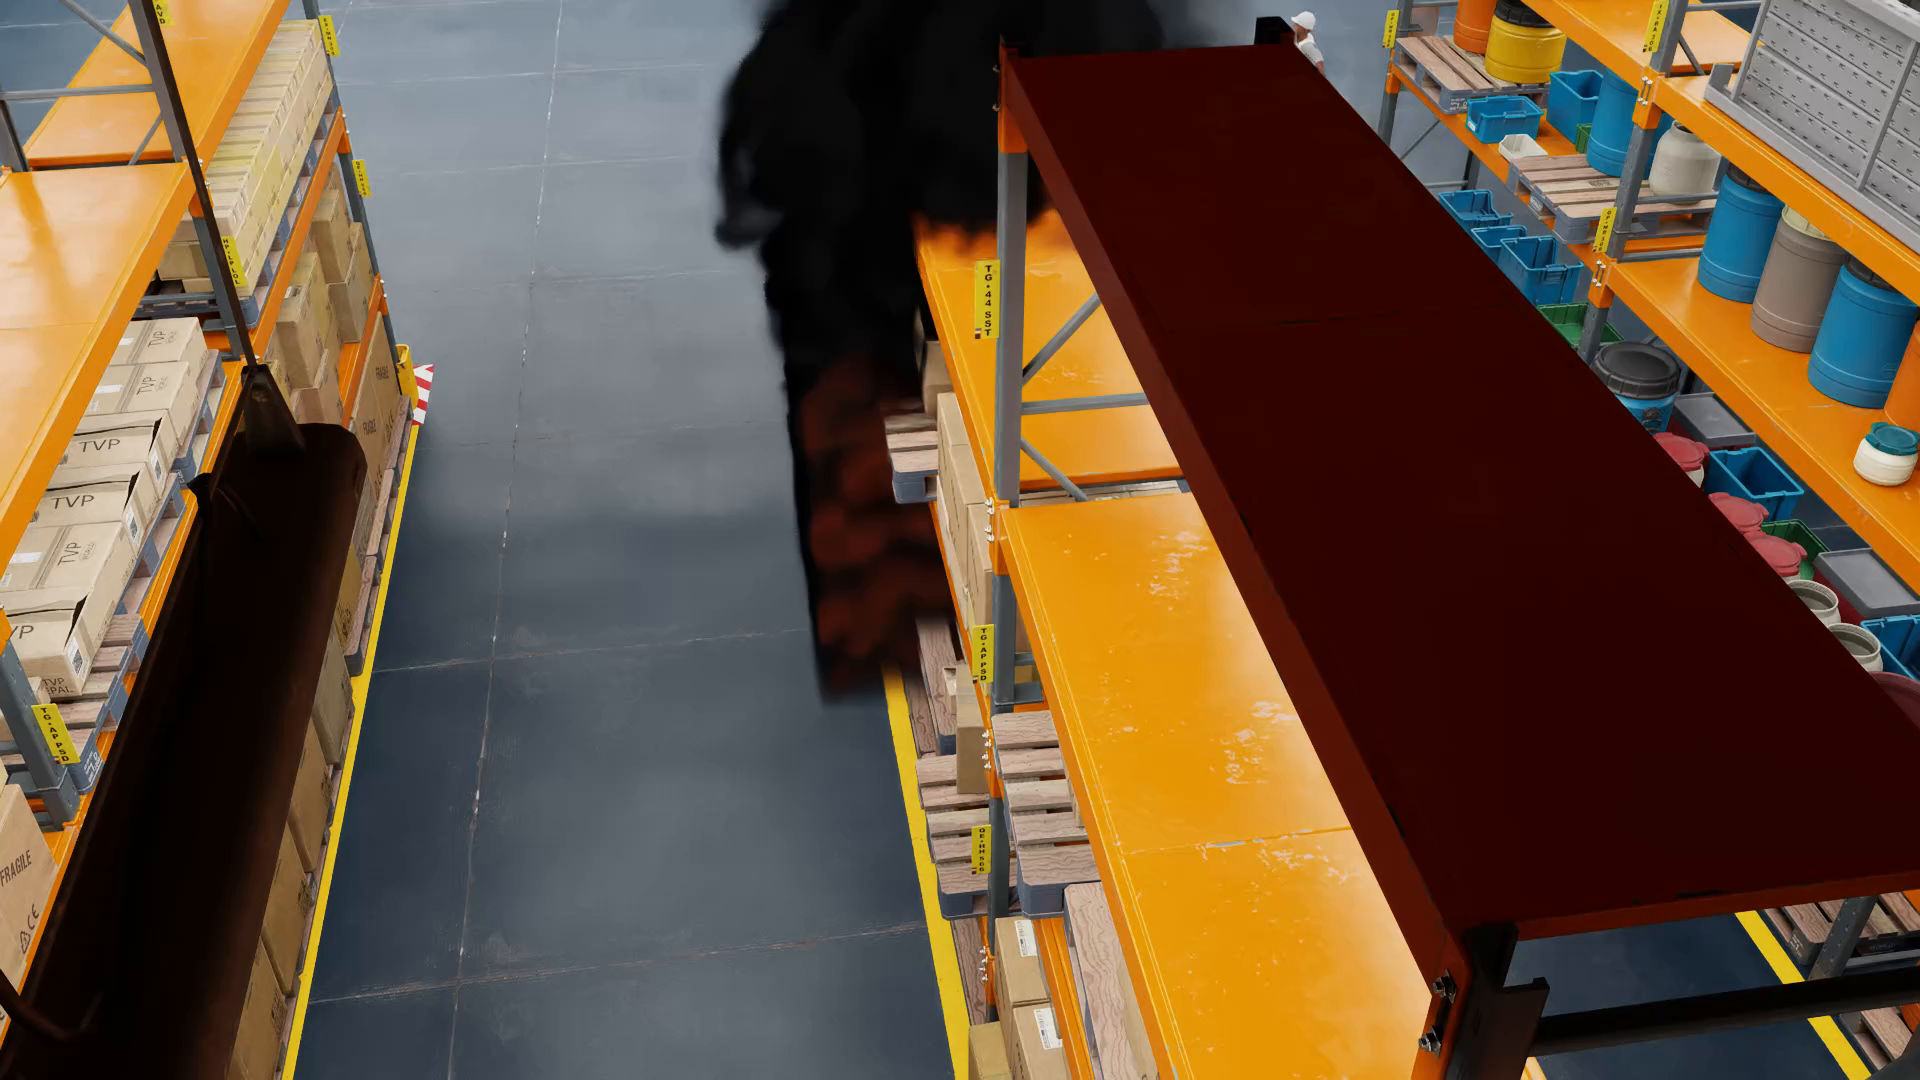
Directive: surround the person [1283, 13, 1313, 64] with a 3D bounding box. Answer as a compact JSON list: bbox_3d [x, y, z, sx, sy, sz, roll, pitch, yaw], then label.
[{"bbox_3d":[3.736,-5.086,18.865,0.977,1.780,0.688,9,37,12],"label":"person"}]
